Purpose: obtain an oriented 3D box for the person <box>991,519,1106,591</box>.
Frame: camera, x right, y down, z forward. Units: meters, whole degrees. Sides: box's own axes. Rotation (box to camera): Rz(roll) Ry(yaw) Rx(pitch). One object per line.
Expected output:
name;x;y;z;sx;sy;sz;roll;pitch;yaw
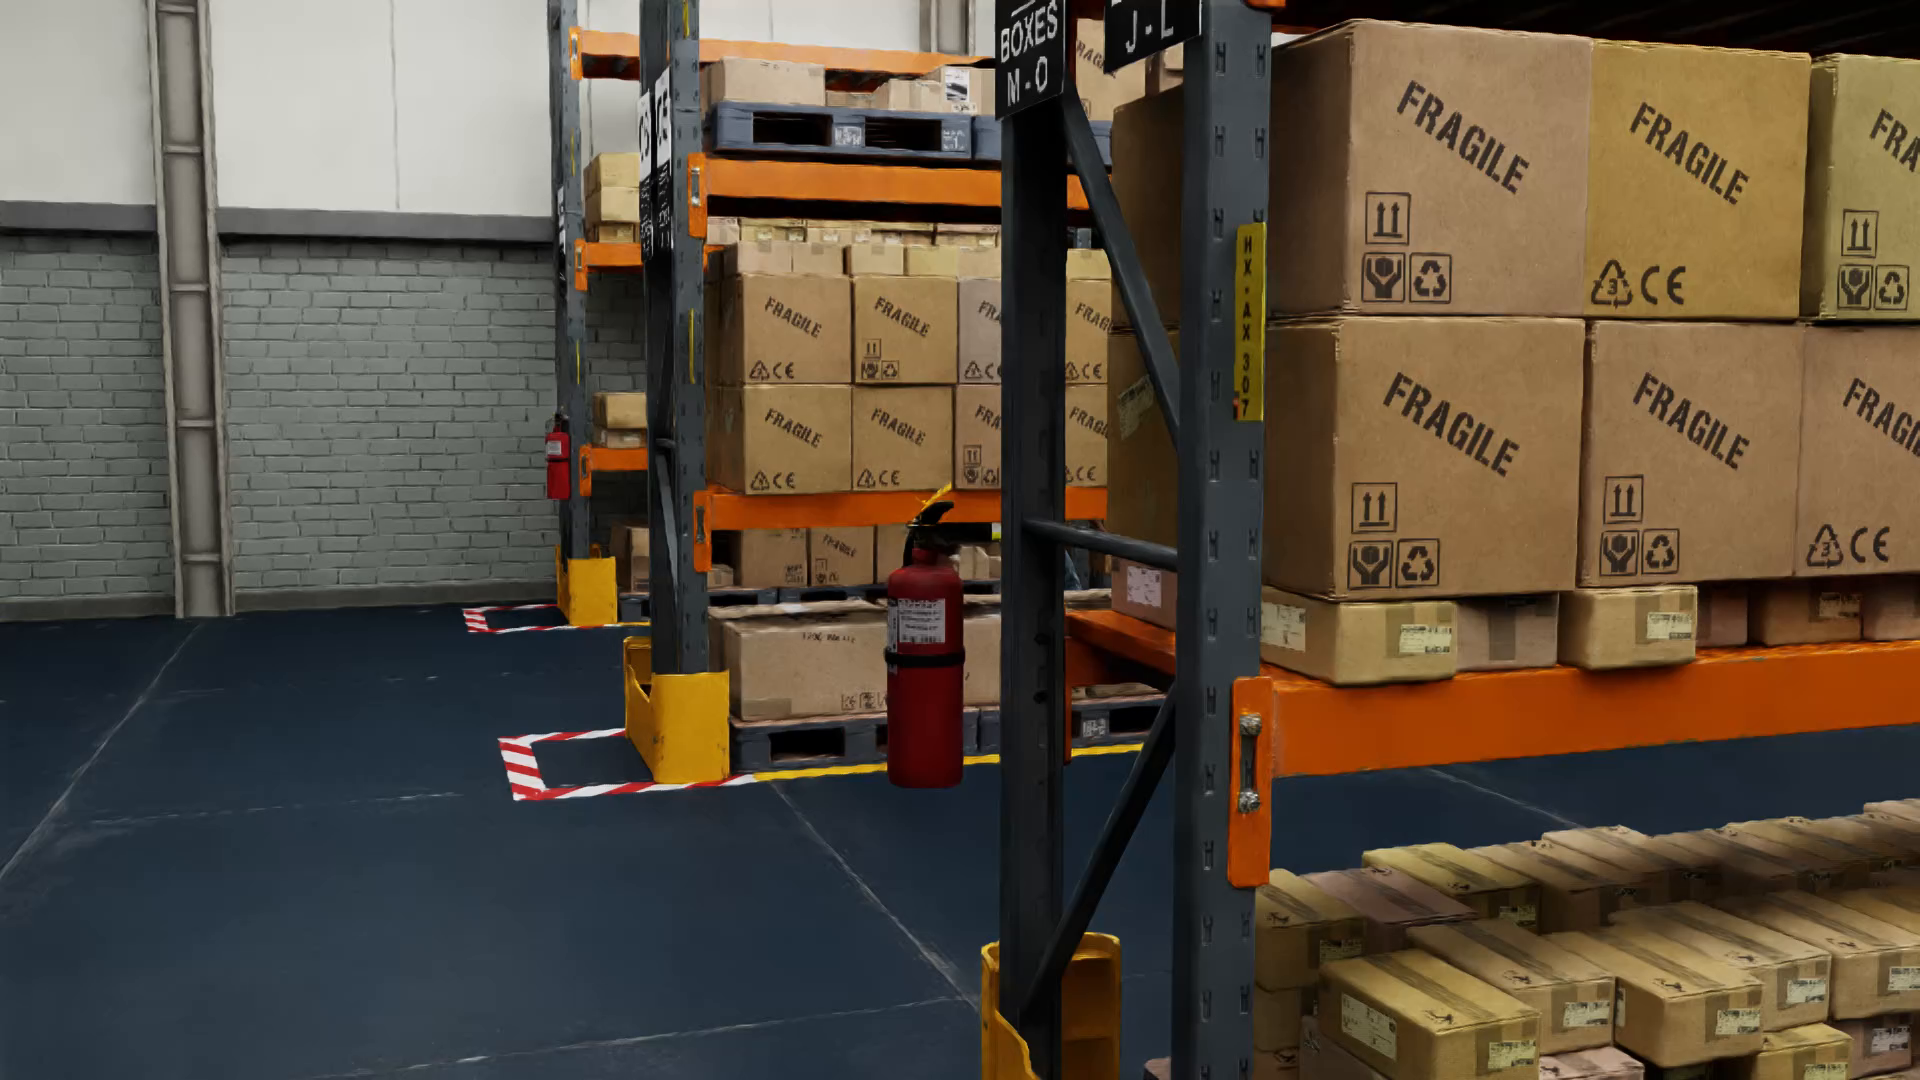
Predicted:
person;0.537;-0.039;10.767;0.501;1.685;0.968;-5;8;-43
